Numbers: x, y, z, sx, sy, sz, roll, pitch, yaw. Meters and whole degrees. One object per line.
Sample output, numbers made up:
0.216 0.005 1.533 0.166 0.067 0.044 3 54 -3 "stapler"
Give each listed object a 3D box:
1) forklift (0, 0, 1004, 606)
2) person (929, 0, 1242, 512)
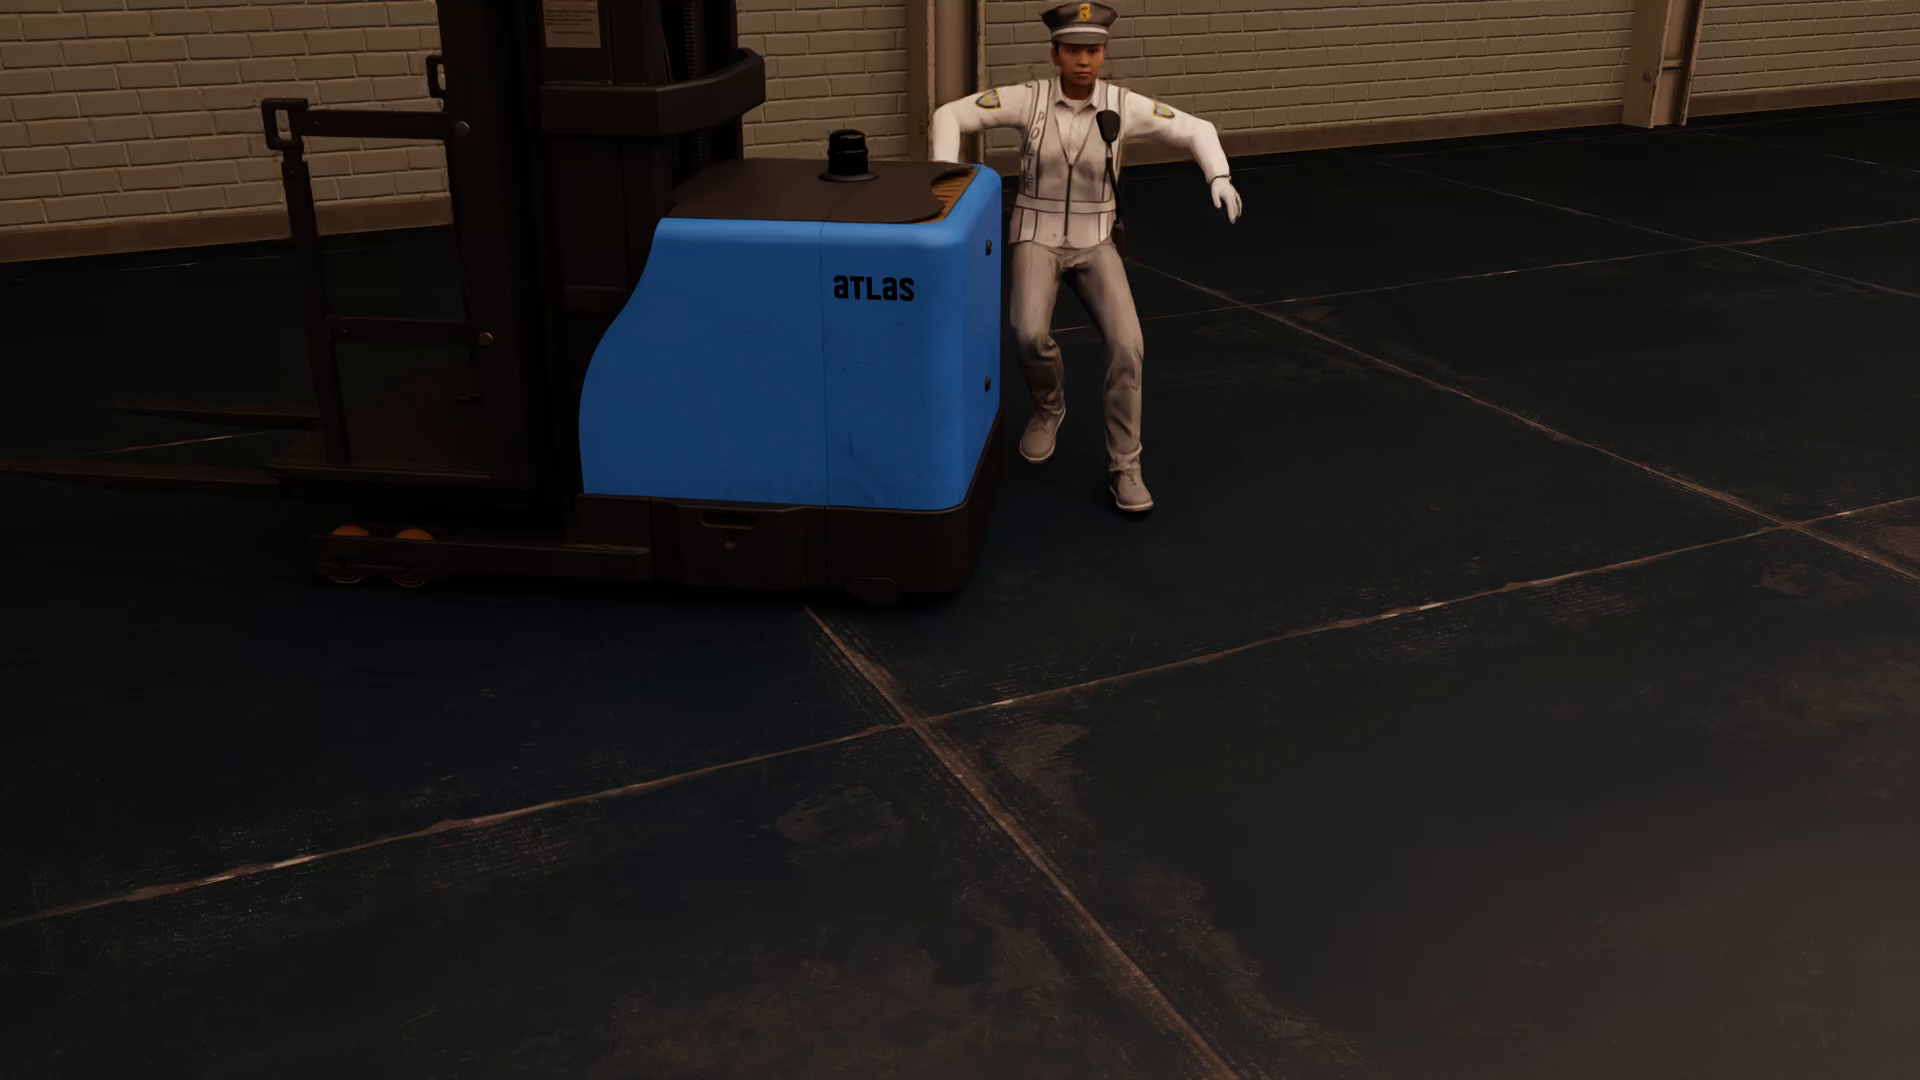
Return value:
-1.420 -1.413 4.688 3.031 2.935 1.130 3 23 7 "forklift"
0.396 -0.913 5.303 0.991 1.525 0.767 0 23 0 "person"
